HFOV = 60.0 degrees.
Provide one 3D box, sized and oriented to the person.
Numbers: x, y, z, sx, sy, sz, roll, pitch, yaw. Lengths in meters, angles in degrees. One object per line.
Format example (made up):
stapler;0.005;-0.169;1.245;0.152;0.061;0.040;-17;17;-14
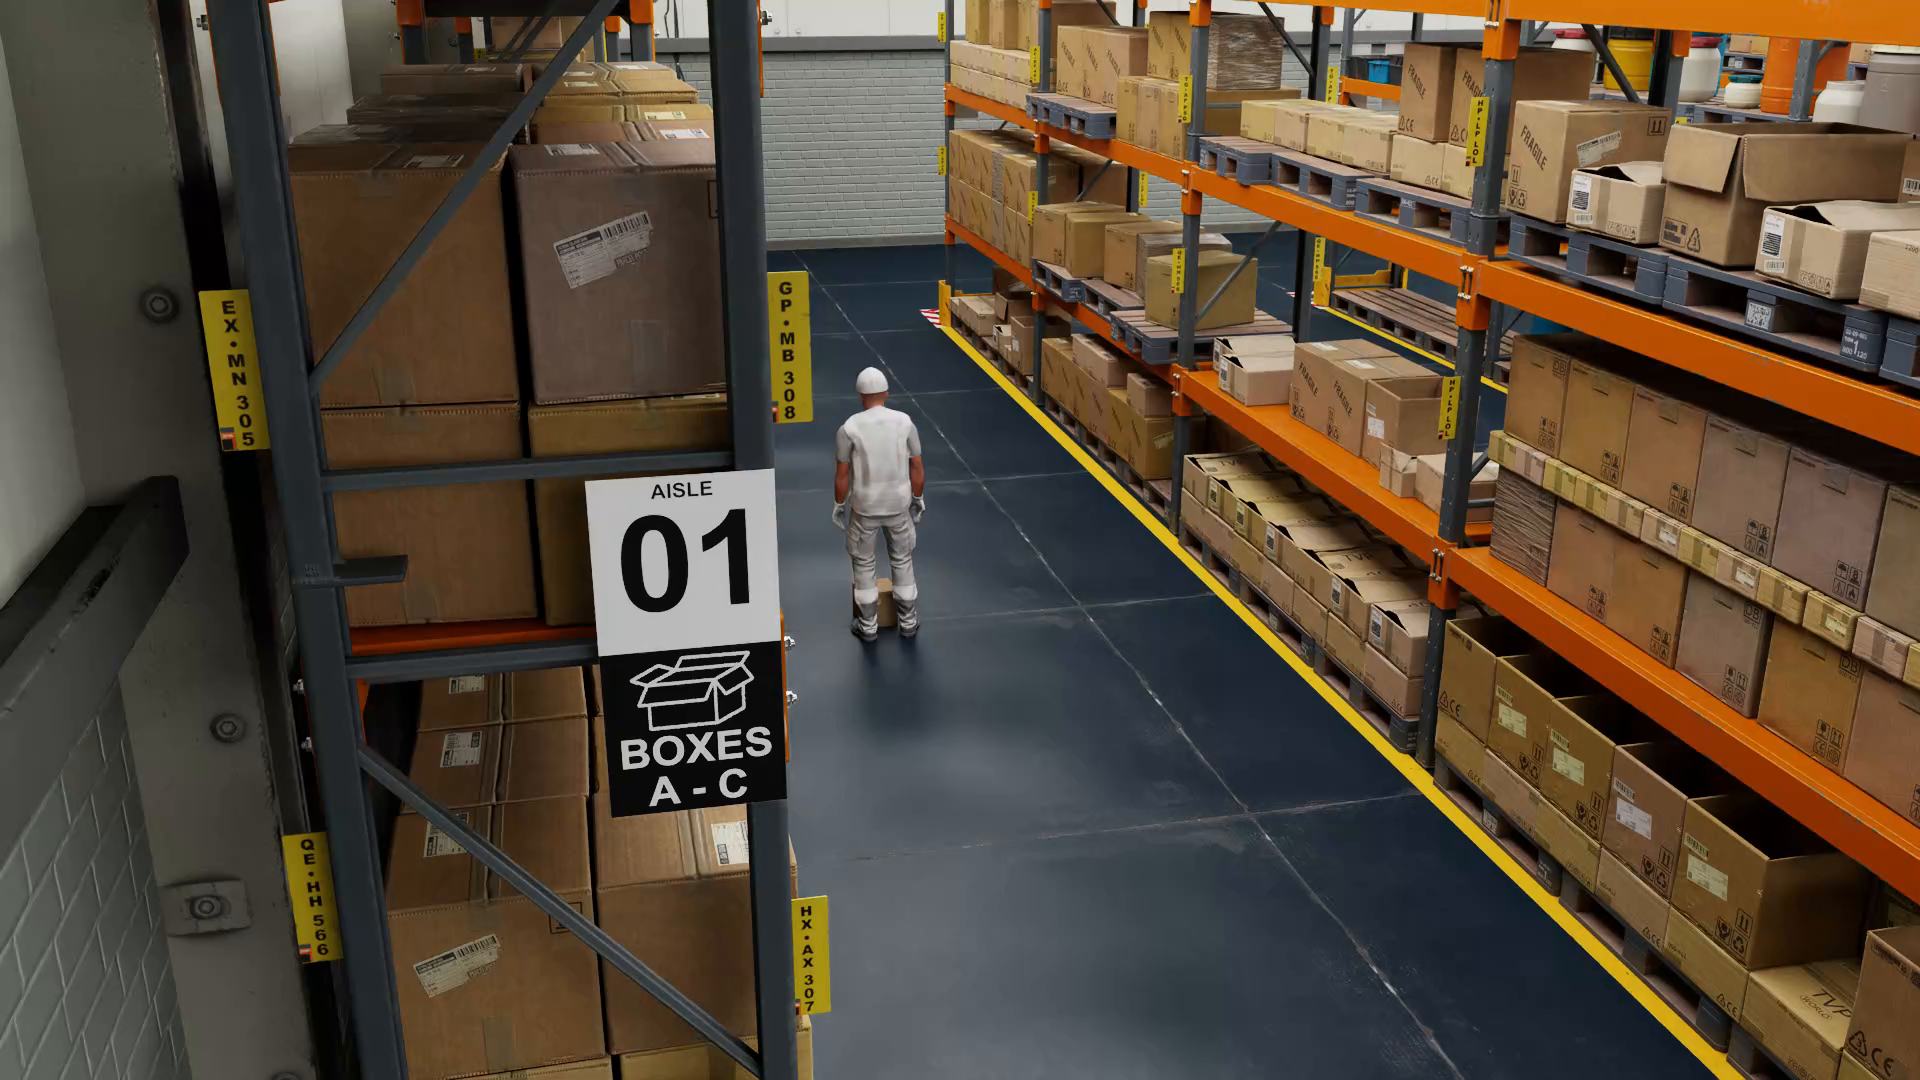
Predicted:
person;-0.519;-0.223;10.678;0.608;1.779;0.453;-5;20;-13
